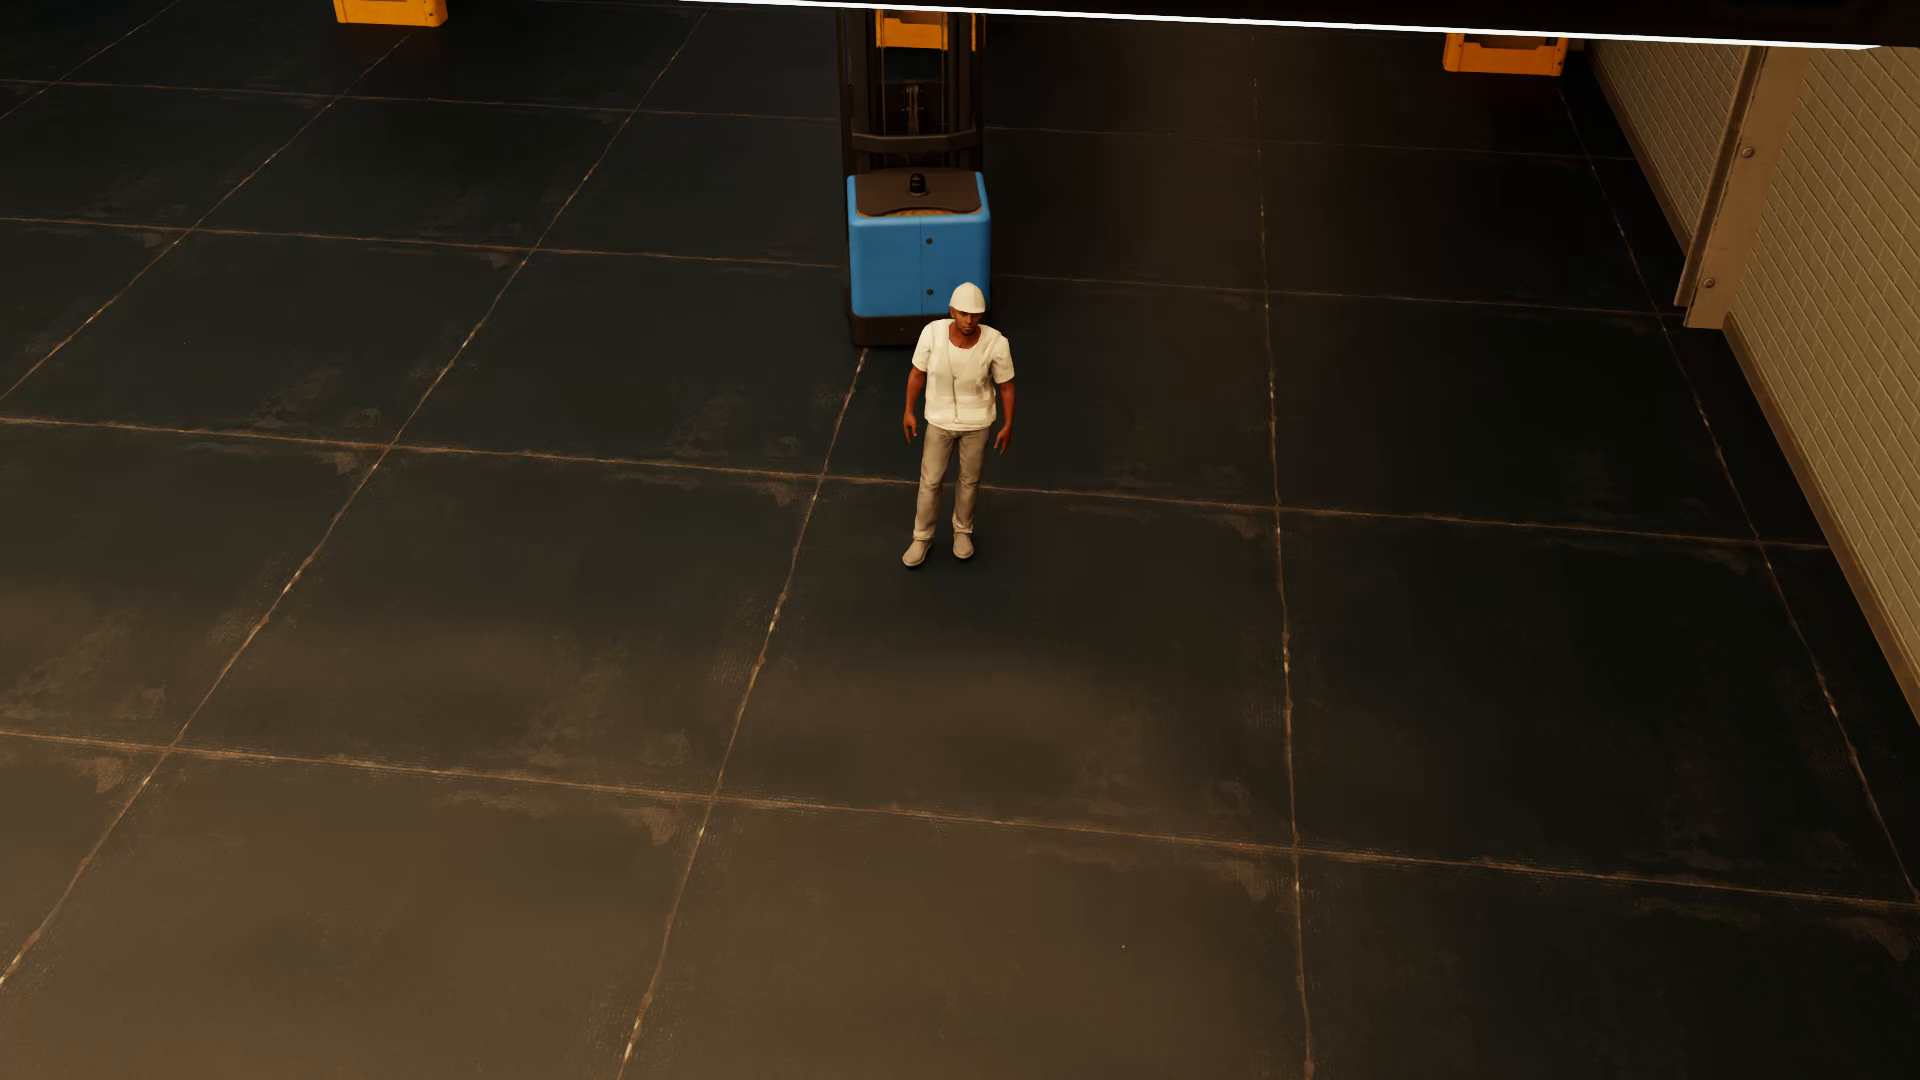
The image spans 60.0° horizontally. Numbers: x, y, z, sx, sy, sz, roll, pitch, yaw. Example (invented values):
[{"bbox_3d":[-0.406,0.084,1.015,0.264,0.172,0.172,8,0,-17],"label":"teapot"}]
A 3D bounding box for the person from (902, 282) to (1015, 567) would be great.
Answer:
[{"bbox_3d":[-0.015,-0.677,9.917,0.665,1.765,0.577,4,37,6],"label":"person"}]

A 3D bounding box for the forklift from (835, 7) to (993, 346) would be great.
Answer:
[{"bbox_3d":[-0.386,-3.476,12.745,1.130,2.935,3.031,-2,36,-3],"label":"forklift"}]
